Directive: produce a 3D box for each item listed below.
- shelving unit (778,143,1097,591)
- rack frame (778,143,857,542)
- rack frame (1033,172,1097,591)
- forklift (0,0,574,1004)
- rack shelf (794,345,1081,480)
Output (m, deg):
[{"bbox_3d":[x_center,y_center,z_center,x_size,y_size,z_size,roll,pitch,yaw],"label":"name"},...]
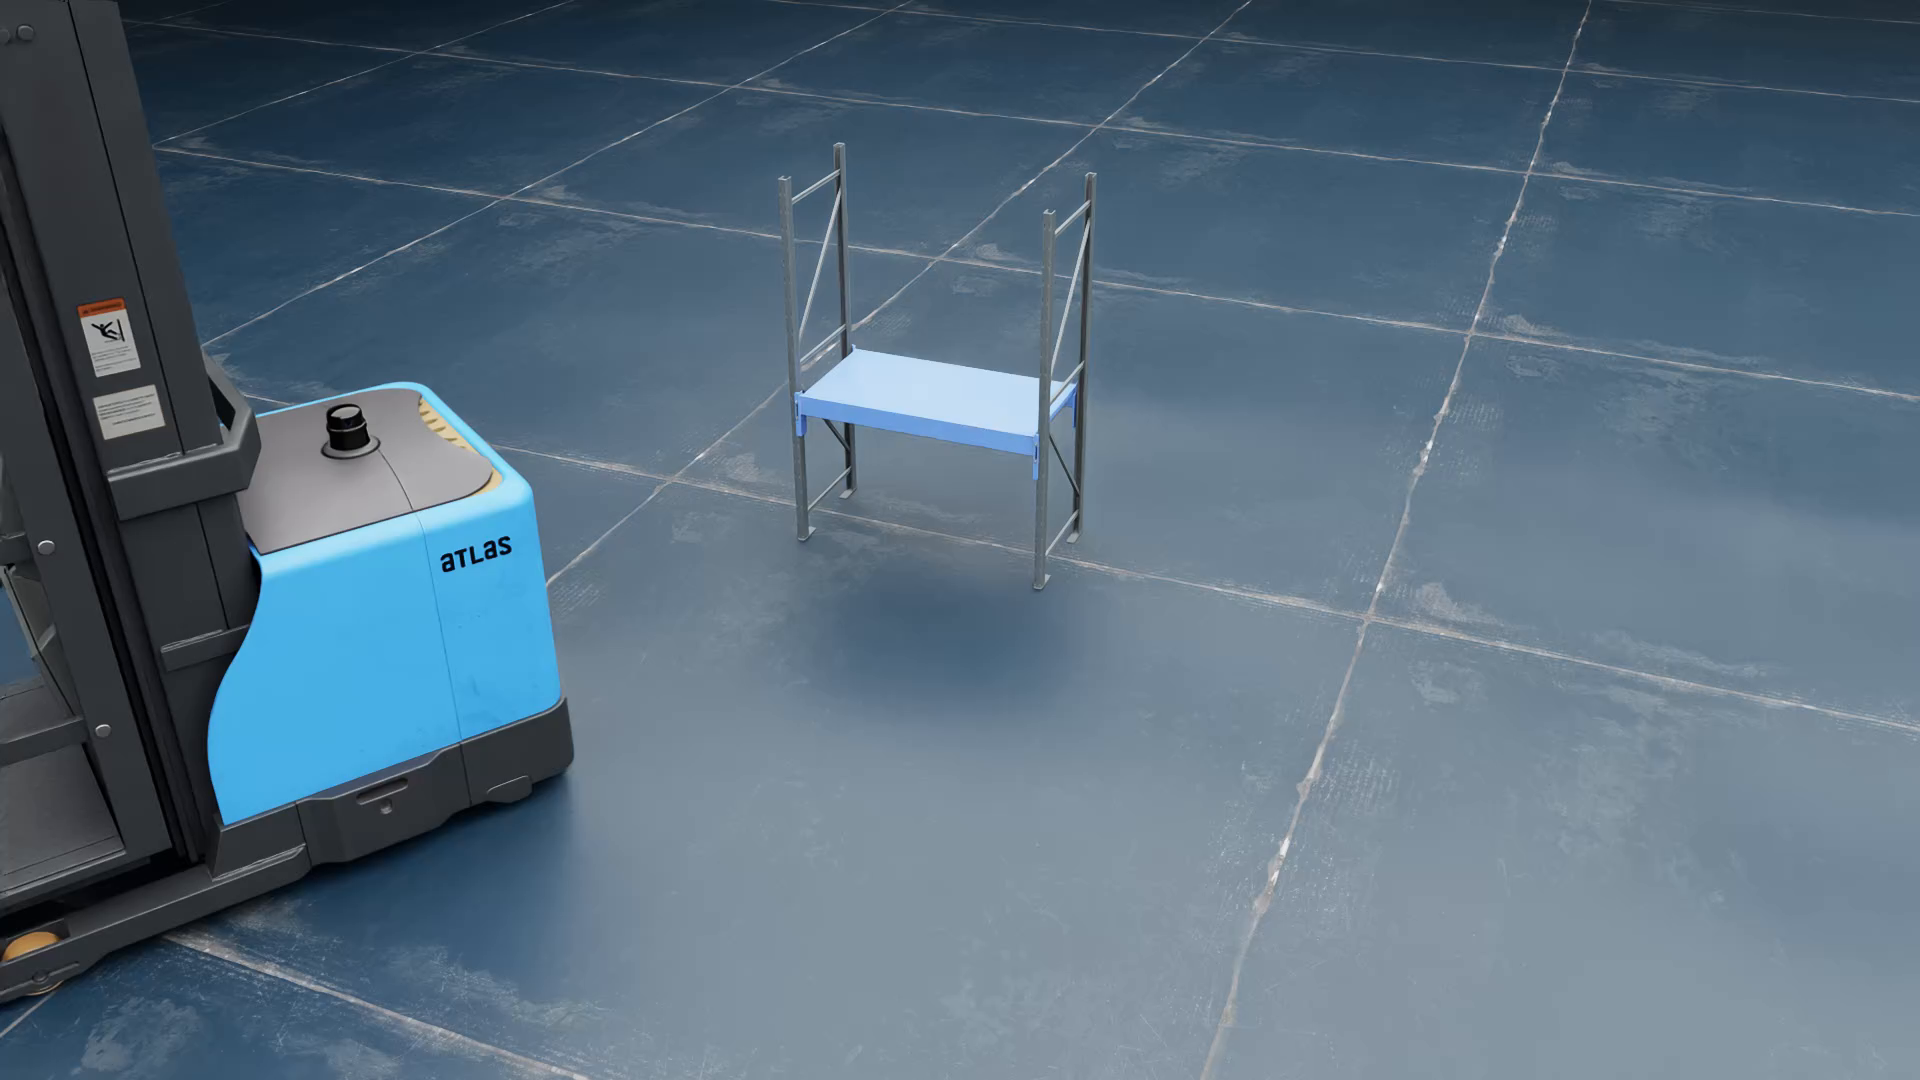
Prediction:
[{"bbox_3d":[-0.079,-0.669,6.409,1.048,1.500,0.538,11,31,19],"label":"shelving unit"},{"bbox_3d":[-0.550,-0.763,6.575,0.032,1.500,0.500,11,31,19],"label":"rack frame"},{"bbox_3d":[0.392,-0.575,6.242,0.032,1.500,0.500,11,31,19],"label":"rack frame"},{"bbox_3d":[-2.740,-0.274,4.257,3.031,2.935,1.130,-19,35,-30],"label":"forklift"},{"bbox_3d":[-0.079,-0.512,6.497,1.000,0.185,0.538,11,31,19],"label":"rack shelf"}]
